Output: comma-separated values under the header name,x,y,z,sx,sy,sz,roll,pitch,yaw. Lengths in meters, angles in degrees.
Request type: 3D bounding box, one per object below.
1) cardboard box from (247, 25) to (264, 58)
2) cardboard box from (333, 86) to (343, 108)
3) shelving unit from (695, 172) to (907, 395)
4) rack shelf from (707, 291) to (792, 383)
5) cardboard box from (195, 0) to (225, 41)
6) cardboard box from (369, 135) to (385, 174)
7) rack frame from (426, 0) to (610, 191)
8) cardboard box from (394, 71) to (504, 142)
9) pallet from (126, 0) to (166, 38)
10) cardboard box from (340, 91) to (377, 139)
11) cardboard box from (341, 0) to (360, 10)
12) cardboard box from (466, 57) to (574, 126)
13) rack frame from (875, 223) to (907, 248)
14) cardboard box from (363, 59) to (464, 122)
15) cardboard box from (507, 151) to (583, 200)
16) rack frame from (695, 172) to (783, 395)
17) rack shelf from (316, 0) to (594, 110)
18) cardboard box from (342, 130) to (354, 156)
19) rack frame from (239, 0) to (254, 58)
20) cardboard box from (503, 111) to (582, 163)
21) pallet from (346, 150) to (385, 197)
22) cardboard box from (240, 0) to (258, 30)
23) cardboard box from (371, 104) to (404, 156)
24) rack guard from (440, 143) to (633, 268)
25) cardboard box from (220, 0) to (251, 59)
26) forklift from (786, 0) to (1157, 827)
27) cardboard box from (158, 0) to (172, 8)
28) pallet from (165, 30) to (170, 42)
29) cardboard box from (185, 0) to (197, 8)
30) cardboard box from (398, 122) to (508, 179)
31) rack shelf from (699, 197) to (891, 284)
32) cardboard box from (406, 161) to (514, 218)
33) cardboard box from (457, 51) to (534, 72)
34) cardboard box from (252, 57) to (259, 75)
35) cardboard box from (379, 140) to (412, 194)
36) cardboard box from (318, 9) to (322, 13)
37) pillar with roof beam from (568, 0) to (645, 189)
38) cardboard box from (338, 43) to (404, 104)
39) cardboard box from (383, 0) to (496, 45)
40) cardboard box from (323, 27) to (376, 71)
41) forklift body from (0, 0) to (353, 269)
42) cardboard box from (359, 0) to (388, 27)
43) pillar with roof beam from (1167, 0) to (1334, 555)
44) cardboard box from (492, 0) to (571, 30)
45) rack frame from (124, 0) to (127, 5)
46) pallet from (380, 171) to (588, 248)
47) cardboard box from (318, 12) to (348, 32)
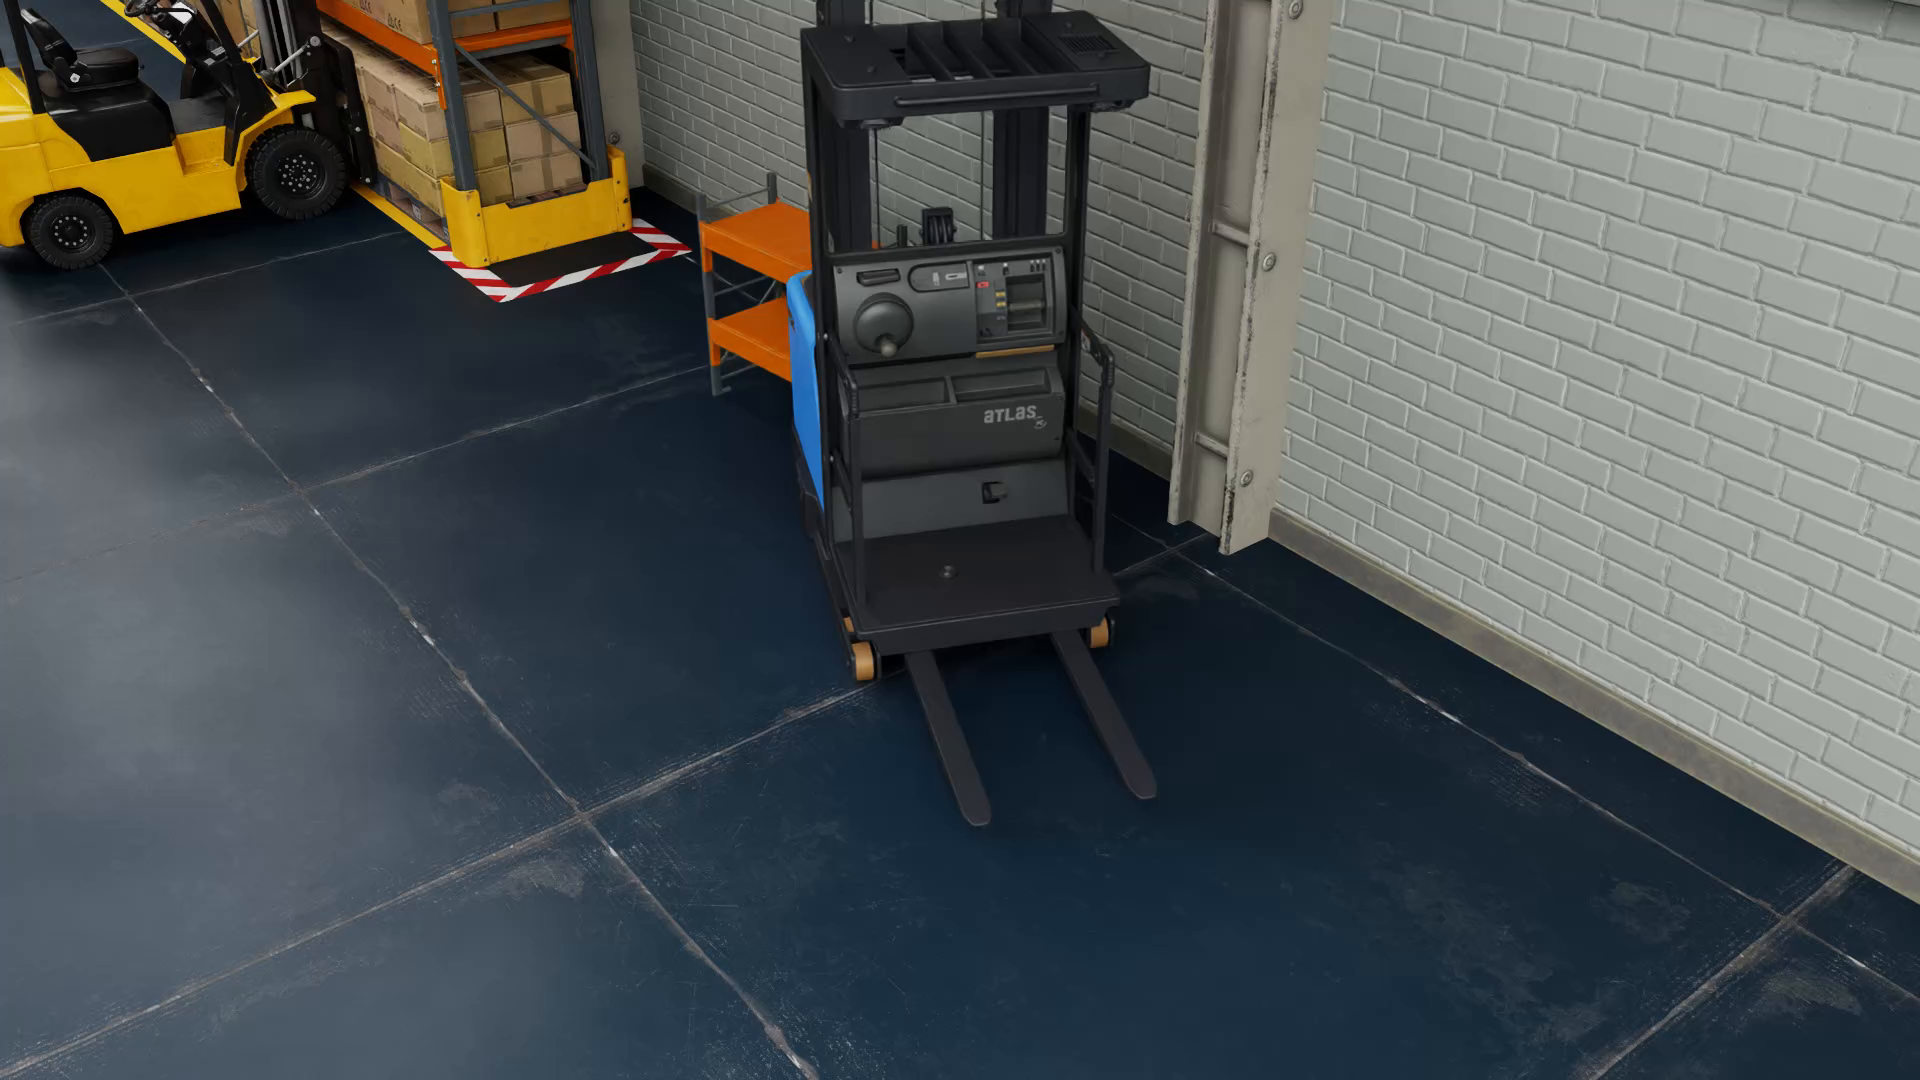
name,x,y,z,sx,sy,sz,roll,pitch,yaw
cardboard box,-5.142,-3.841,12.825,0.500,0.250,0.500,-22,38,-32
cardboard box,-4.223,-3.207,11.805,0.500,0.250,0.500,-22,38,-32
shelving unit,-0.801,-1.166,8.562,0.538,1.125,1.048,-27,41,-36
rack shelf,-0.801,-0.959,8.691,0.538,0.278,1.000,-27,41,-36
cardboard box,-5.993,-4.629,14.212,0.875,0.625,0.625,-23,38,-32
cardboard box,-3.876,-2.778,11.588,0.500,0.250,0.500,-22,38,-31
rack frame,-2.742,-3.252,10.144,1.000,3.000,0.127,-22,38,-31
cardboard box,-3.270,-2.778,10.641,0.500,0.250,0.500,-21,37,-30
pallet,-7.173,-5.046,15.675,1.003,0.211,1.213,-22,38,-31
cardboard box,-3.919,-2.998,11.468,0.500,0.250,0.500,-23,39,-32
cardboard box,-3.876,-3.848,11.007,0.500,0.500,0.500,-23,39,-32
cardboard box,-2.887,-2.949,10.916,0.500,0.250,0.500,-23,39,-32
rack frame,-0.449,-0.973,8.251,0.500,1.125,0.032,-27,41,-36
cardboard box,-3.588,-2.989,10.981,0.500,0.250,0.500,-22,38,-31
cardboard box,-2.888,-2.531,11.190,0.500,0.250,0.500,-22,38,-31
rack frame,-1.154,-1.360,8.873,0.500,1.125,0.032,-27,41,-36
rack shelf,-3.968,-3.780,11.675,1.077,0.370,4.000,-22,38,-31
cardboard box,-4.213,-2.987,11.925,0.500,0.250,0.500,-21,38,-30
rack frame,-5.194,-4.919,12.828,1.000,3.000,0.127,-22,38,-31
cardboard box,-2.866,-2.738,11.050,0.500,0.250,0.500,-21,38,-31
pallet,-3.988,-2.881,12.189,1.003,0.211,1.213,-22,38,-31
cardboard box,-5.146,-4.051,12.690,0.500,0.250,0.500,-23,39,-32
cardboard box,-3.586,-2.789,11.132,0.500,0.250,0.500,-23,38,-32
rack guard,-2.727,-2.180,10.787,1.175,0.500,0.348,-22,38,-31
cardboard box,-5.523,-4.303,13.688,0.875,0.625,0.625,-20,37,-29
forklift,0.019,-0.887,6.400,1.130,2.935,3.031,-7,33,-11
cardboard box,-6.869,-5.222,15.167,0.875,0.625,0.625,-21,37,-30
pallet,-6.429,-4.538,14.857,1.003,0.211,1.213,-22,38,-31
cardboard box,-6.456,-4.941,14.716,0.875,0.625,0.625,-24,39,-33
cardboard box,-3.287,-2.577,10.790,0.500,0.250,0.500,-23,38,-32
rack shelf,-0.801,-1.415,8.407,0.538,0.278,1.000,-27,41,-36
cardboard box,-3.279,-2.356,10.909,0.500,0.250,0.500,-22,38,-31
cardboard box,-3.196,-3.156,11.249,0.500,0.250,0.500,-22,38,-31
cardboard box,-5.159,-3.621,12.945,0.500,0.250,0.500,-22,38,-31
cardboard box,-3.577,-2.567,11.248,0.500,0.250,0.500,-22,38,-31
cardboard box,-4.840,-3.835,12.342,0.500,0.250,0.500,-22,38,-31
pillar with roof beam,-5.857,-4.990,7.255,9.100,9.000,0.400,-22,38,-31
cardboard box,-3.905,-3.196,11.314,0.500,0.250,0.500,-22,38,-31
cardboard box,-3.251,-3.415,10.311,0.500,0.500,0.500,-23,39,-32
cardboard box,-4.210,-3.410,11.658,0.500,0.250,0.500,-23,39,-32
forklift body,-5.345,-3.092,10.690,2.313,2.155,1.214,-22,38,-31
cardboard box,-3.562,-3.634,10.664,0.500,0.500,0.500,-21,38,-30
pillar with roof beam,-2.178,-2.489,3.229,9.100,9.000,0.400,-22,38,-31
cardboard box,-2.826,-3.591,10.594,0.500,0.500,0.500,-21,37,-30
rack frame,-7.647,-6.586,15.512,1.000,3.000,0.127,-22,38,-31
pallet,-3.244,-2.373,11.371,1.003,0.211,1.213,-22,38,-31
cardboard box,-4.526,-3.631,12.014,0.500,0.250,0.500,-21,37,-30
